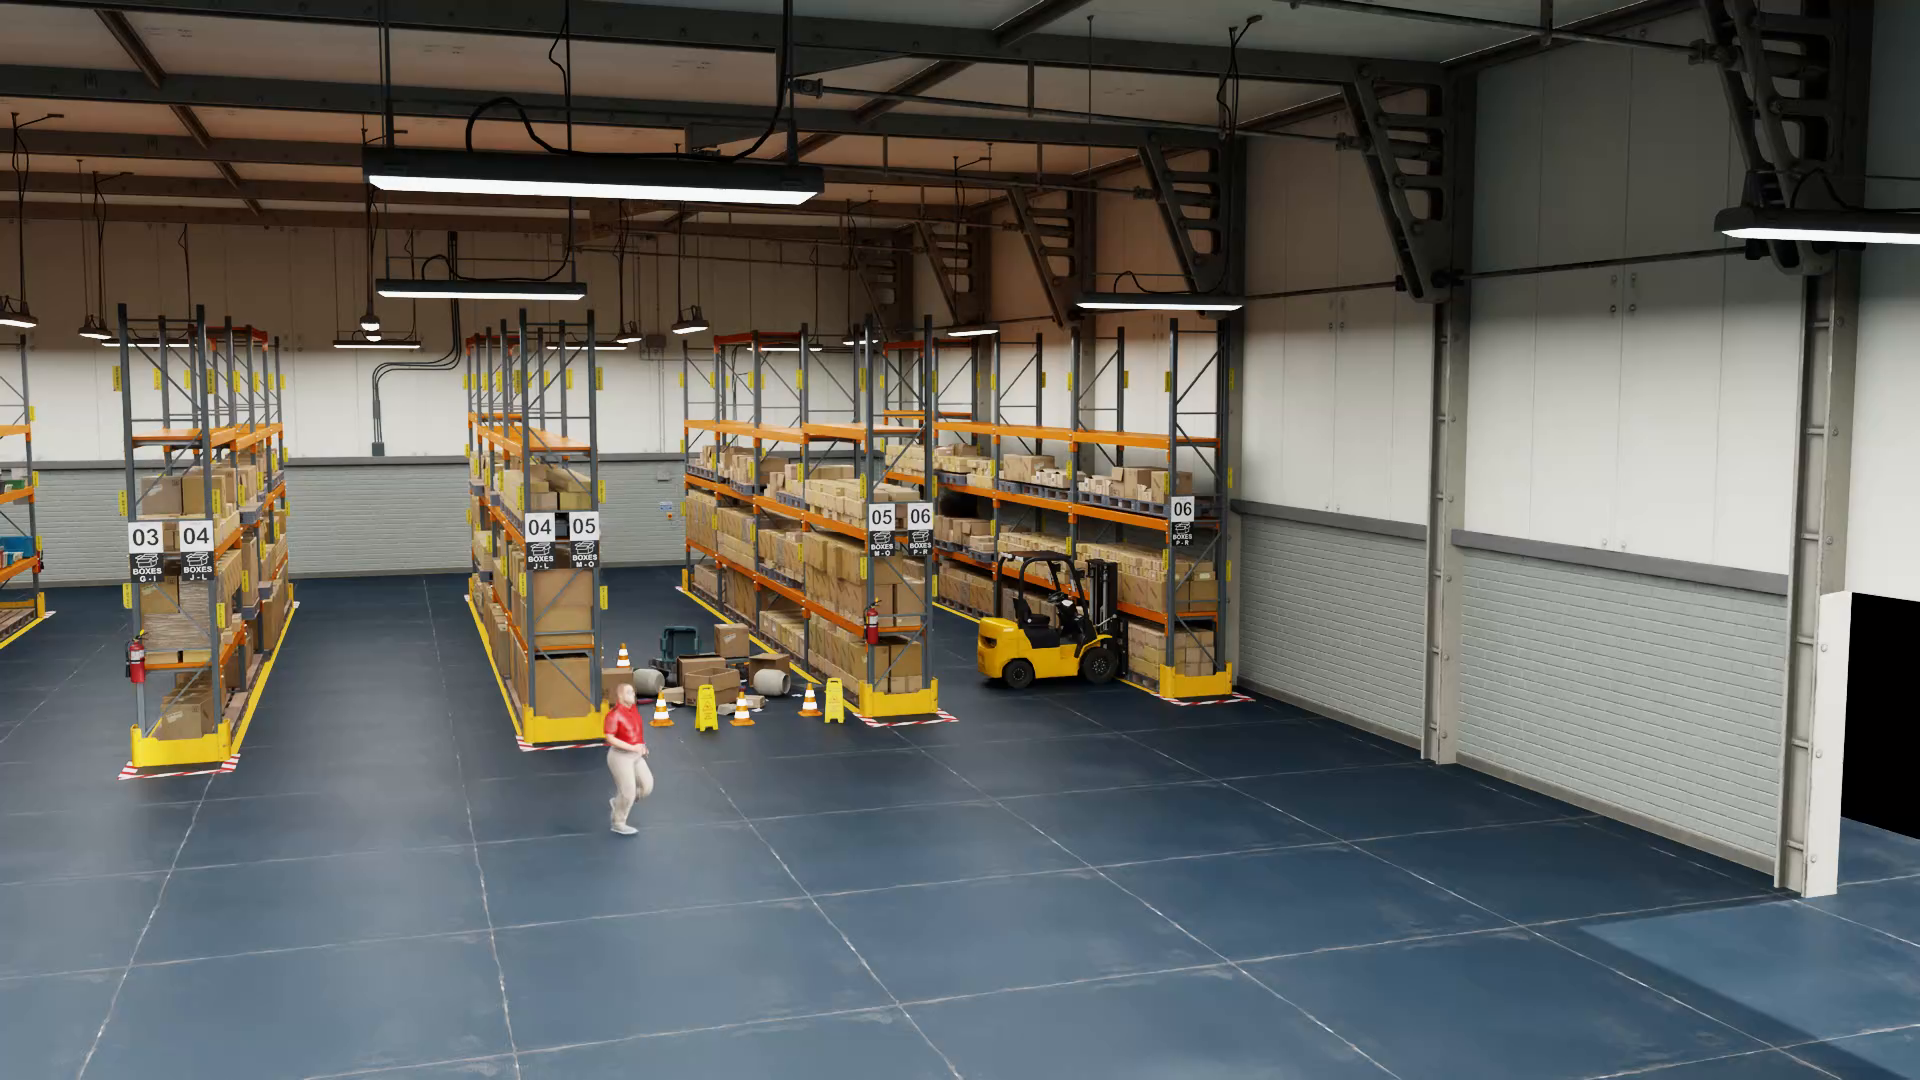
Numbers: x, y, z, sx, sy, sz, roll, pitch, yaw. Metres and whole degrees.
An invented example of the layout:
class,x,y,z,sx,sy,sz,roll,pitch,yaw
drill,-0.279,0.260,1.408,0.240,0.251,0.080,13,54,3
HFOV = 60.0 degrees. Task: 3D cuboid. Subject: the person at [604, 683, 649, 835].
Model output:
class,x,y,z,sx,sy,sz,roll,pitch,yaw
person,-3.668,2.413,18.426,0.614,1.680,0.692,2,6,20
